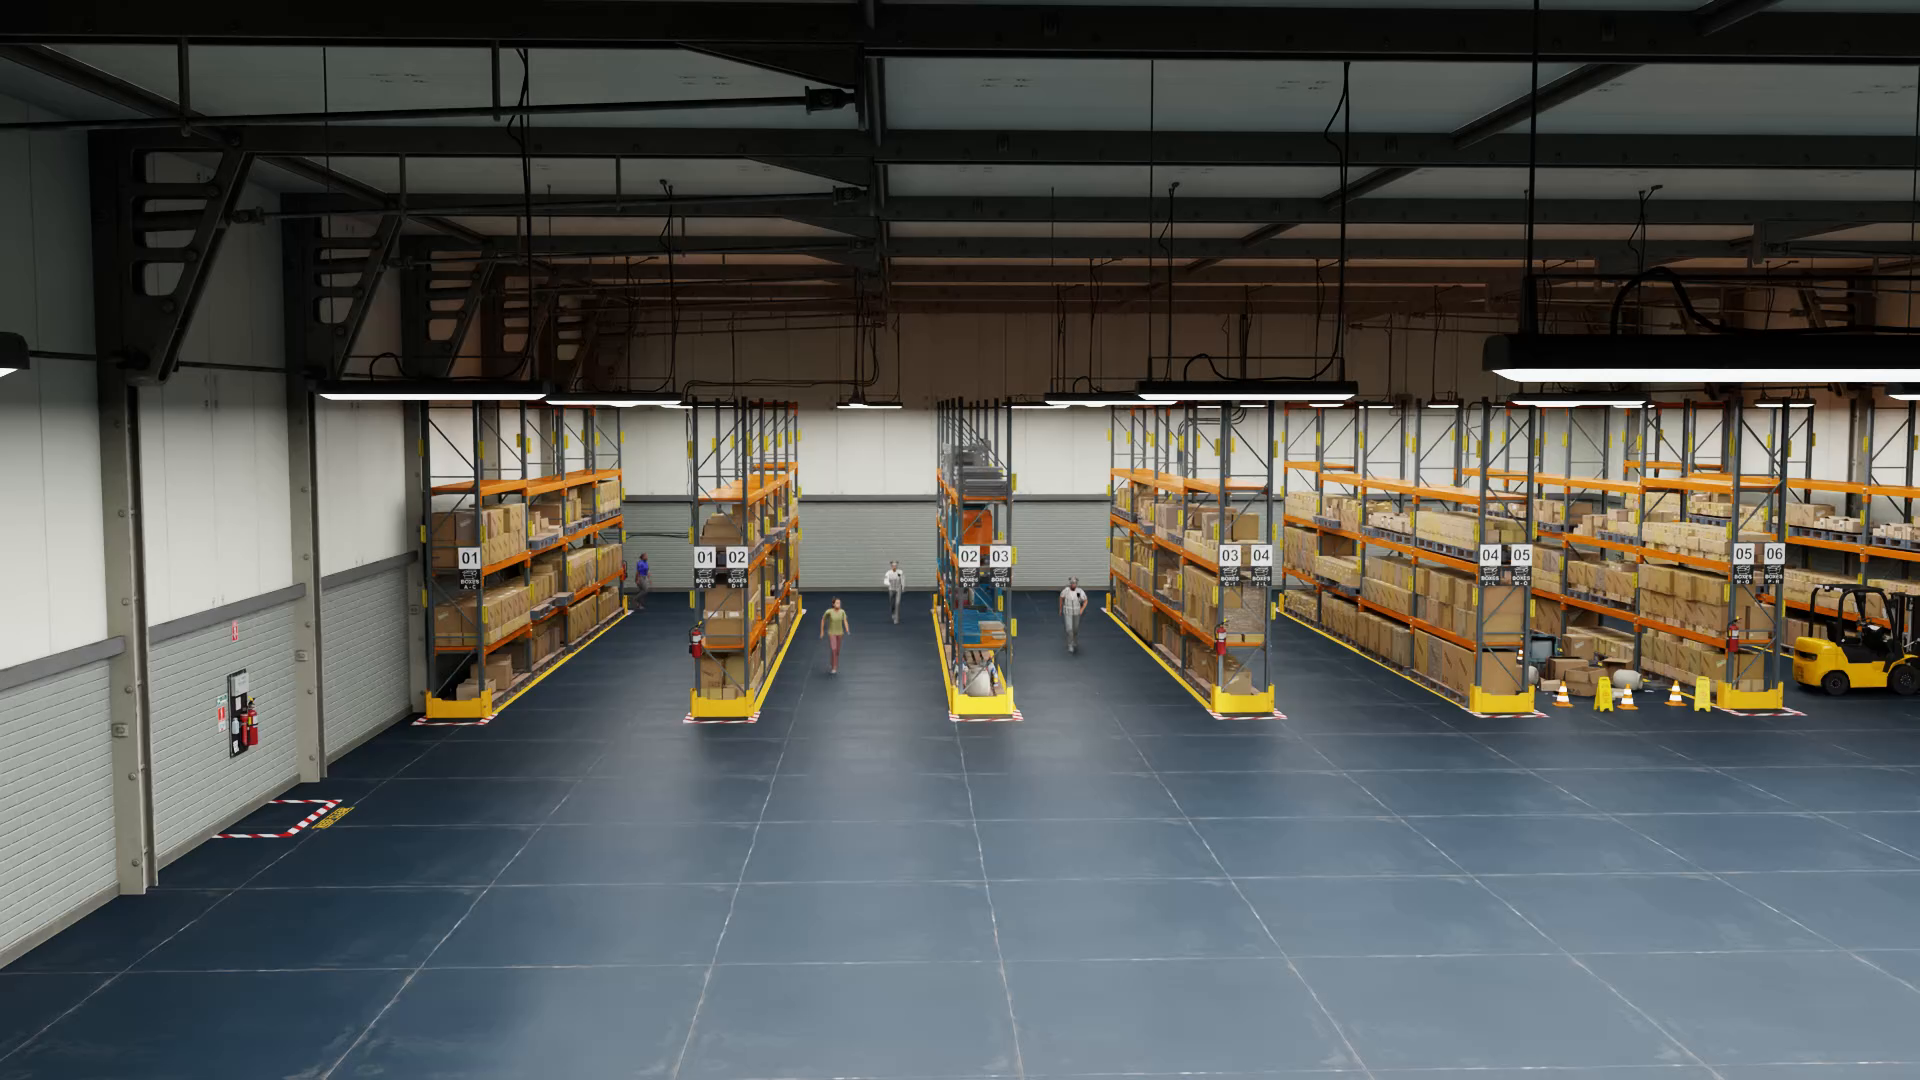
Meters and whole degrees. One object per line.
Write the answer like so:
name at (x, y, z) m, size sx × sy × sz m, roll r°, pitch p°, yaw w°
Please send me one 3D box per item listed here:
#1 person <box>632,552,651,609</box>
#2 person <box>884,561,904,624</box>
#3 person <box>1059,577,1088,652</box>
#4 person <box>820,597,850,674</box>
person at (-9.226, 1.176, 48.179) m, size 0.506 × 1.642 × 0.491 m, roll 0°, pitch 4°, yaw 5°
person at (-1.786, 1.401, 45.178) m, size 0.555 × 1.708 × 0.981 m, roll 0°, pitch 4°, yaw -2°
person at (2.730, 1.765, 40.045) m, size 0.644 × 1.798 × 0.826 m, roll -1°, pitch 4°, yaw -7°
person at (-2.767, 2.114, 36.668) m, size 0.580 × 1.702 × 0.718 m, roll -2°, pitch 5°, yaw -28°
